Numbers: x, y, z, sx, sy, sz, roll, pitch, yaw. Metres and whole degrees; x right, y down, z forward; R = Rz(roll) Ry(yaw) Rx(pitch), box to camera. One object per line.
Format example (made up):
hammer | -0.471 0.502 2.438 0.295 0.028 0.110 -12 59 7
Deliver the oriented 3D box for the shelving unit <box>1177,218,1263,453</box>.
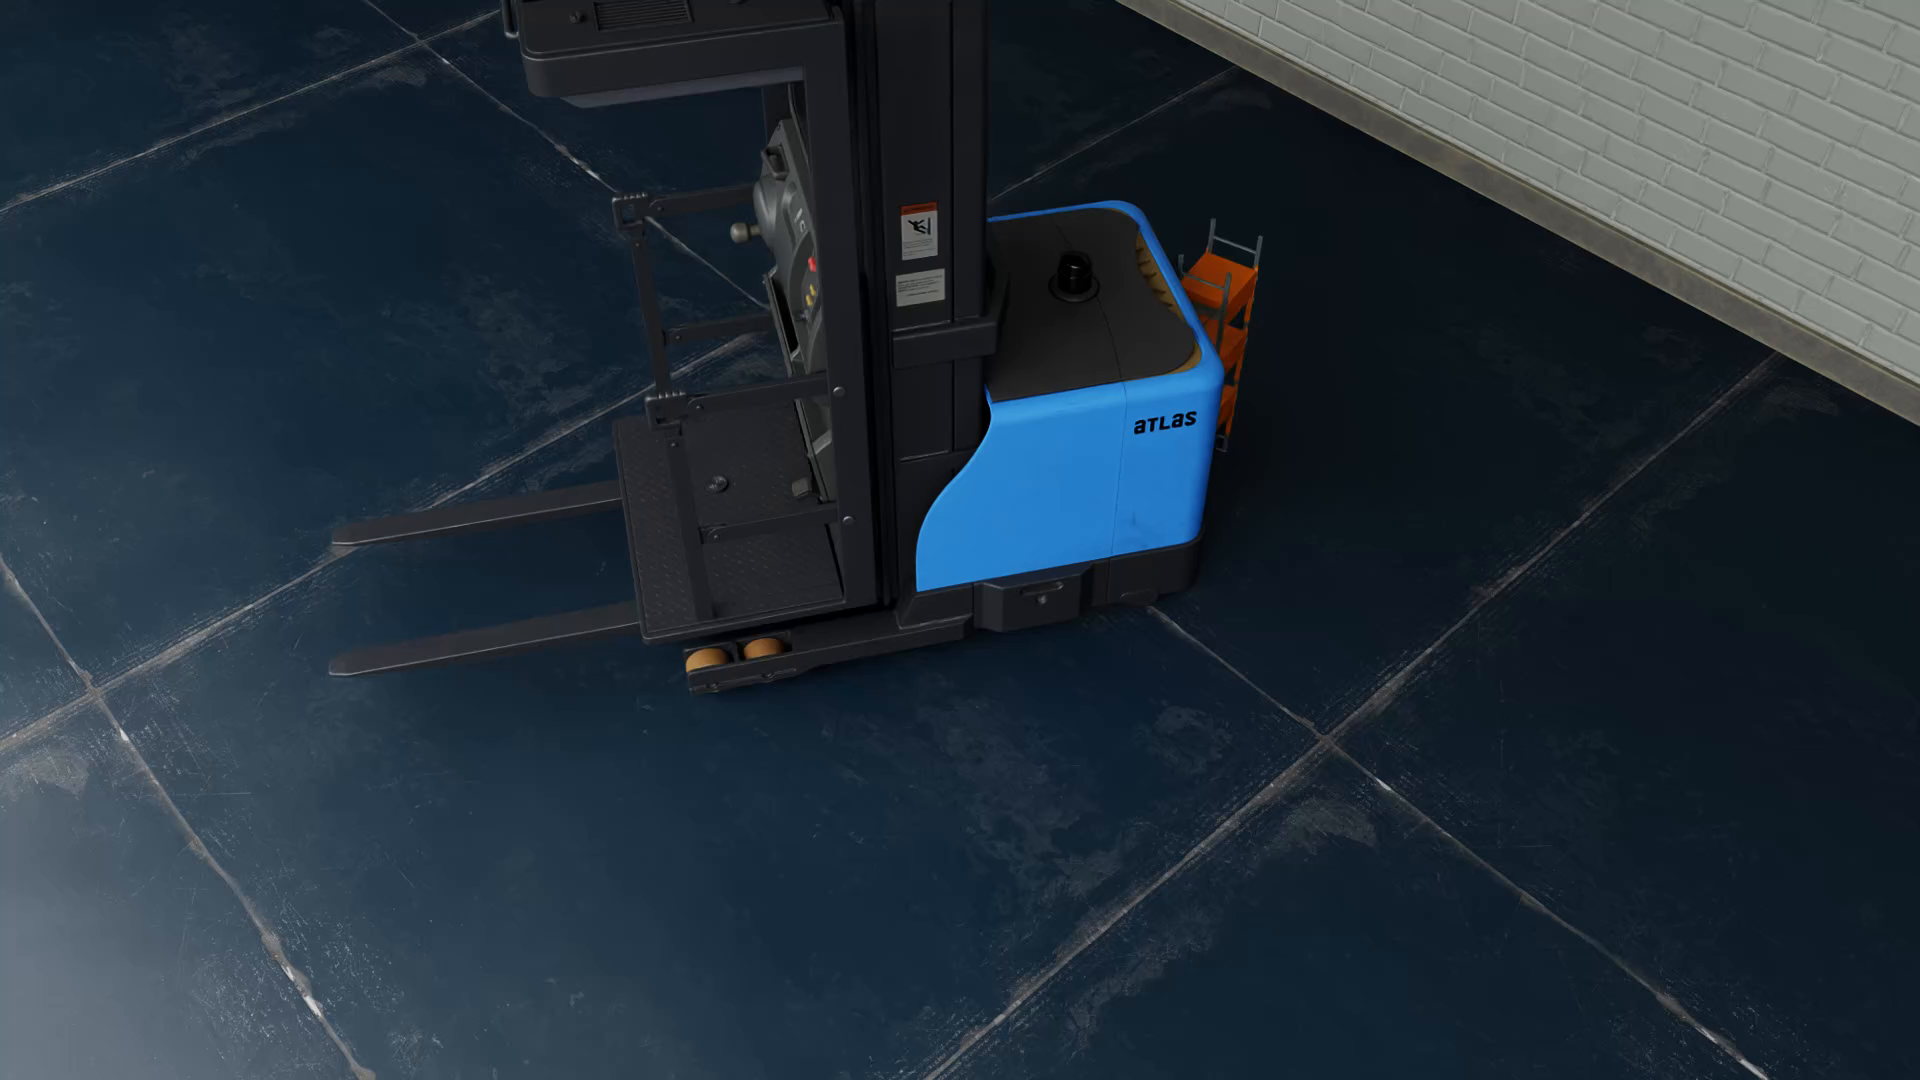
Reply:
shelving unit | 0.904 -0.664 6.148 0.215 1.050 0.252 26 52 21

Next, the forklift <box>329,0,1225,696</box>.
forklift | -0.706 -0.893 5.080 3.031 2.935 1.130 -10 48 -9

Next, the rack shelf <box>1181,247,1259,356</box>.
rack shelf | 0.905 -0.849 5.947 0.215 0.259 0.240 26 52 21

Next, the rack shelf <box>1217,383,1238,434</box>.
rack shelf | 0.902 -0.469 6.360 0.215 0.259 0.240 26 52 21

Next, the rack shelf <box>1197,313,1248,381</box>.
rack shelf | 0.903 -0.657 6.156 0.215 0.259 0.240 26 52 21

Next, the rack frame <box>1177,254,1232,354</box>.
rack frame | 0.837 -0.589 6.078 0.200 1.050 0.008 26 52 21

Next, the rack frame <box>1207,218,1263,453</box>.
rack frame | 0.970 -0.740 6.217 0.200 1.050 0.008 26 52 21
